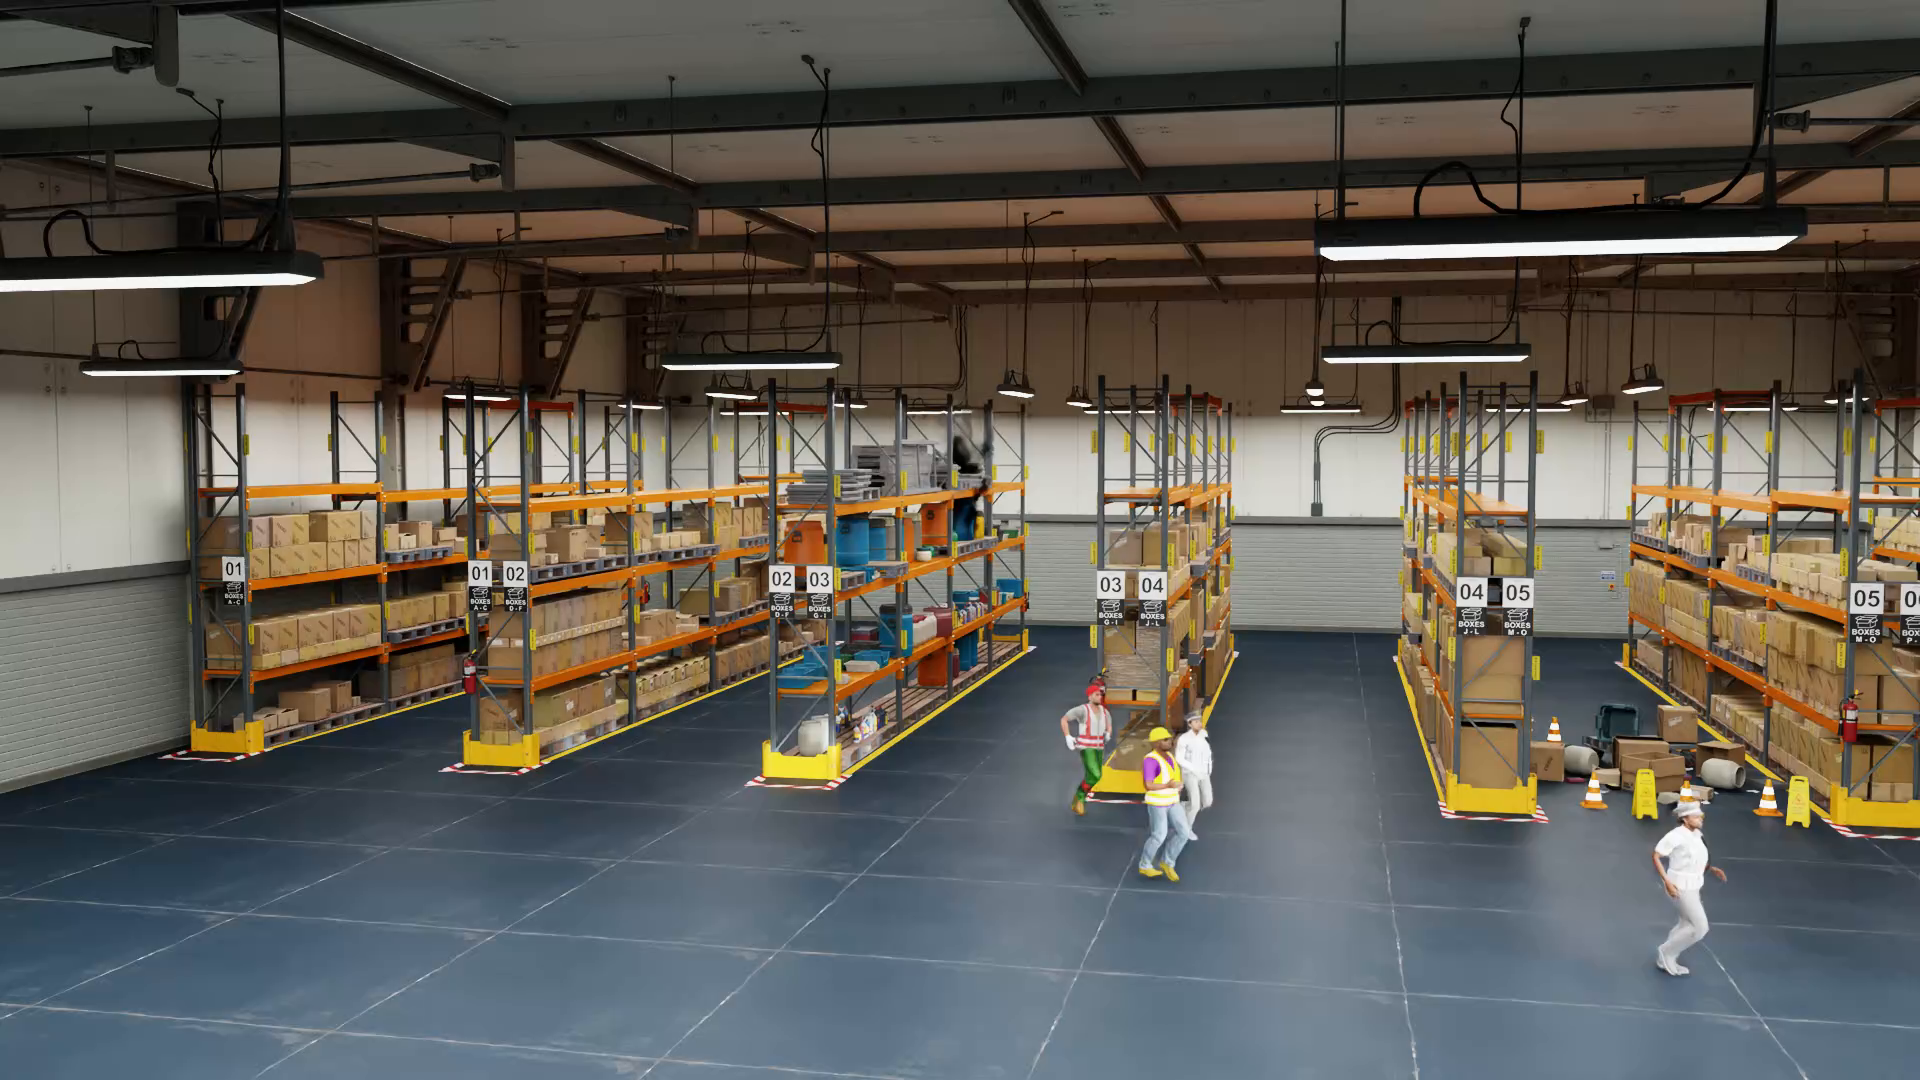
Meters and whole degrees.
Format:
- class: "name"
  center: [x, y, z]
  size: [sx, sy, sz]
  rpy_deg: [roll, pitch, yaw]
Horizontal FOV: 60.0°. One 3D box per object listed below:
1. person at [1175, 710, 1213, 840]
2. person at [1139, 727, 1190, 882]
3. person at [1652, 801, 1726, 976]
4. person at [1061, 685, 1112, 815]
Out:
- class: "person"
  center: [2.998, 2.974, 21.150]
  size: [0.637, 1.662, 0.594]
  rpy_deg: [-2, 4, -31]
- class: "person"
  center: [2.349, 3.039, 19.021]
  size: [0.683, 1.795, 0.677]
  rpy_deg: [3, 4, 43]
- class: "person"
  center: [6.862, 3.270, 15.631]
  size: [0.585, 1.668, 0.589]
  rpy_deg: [-3, 5, -44]
- class: "person"
  center: [1.794, 2.829, 22.494]
  size: [0.685, 1.731, 0.604]
  rpy_deg: [-3, 4, -40]
